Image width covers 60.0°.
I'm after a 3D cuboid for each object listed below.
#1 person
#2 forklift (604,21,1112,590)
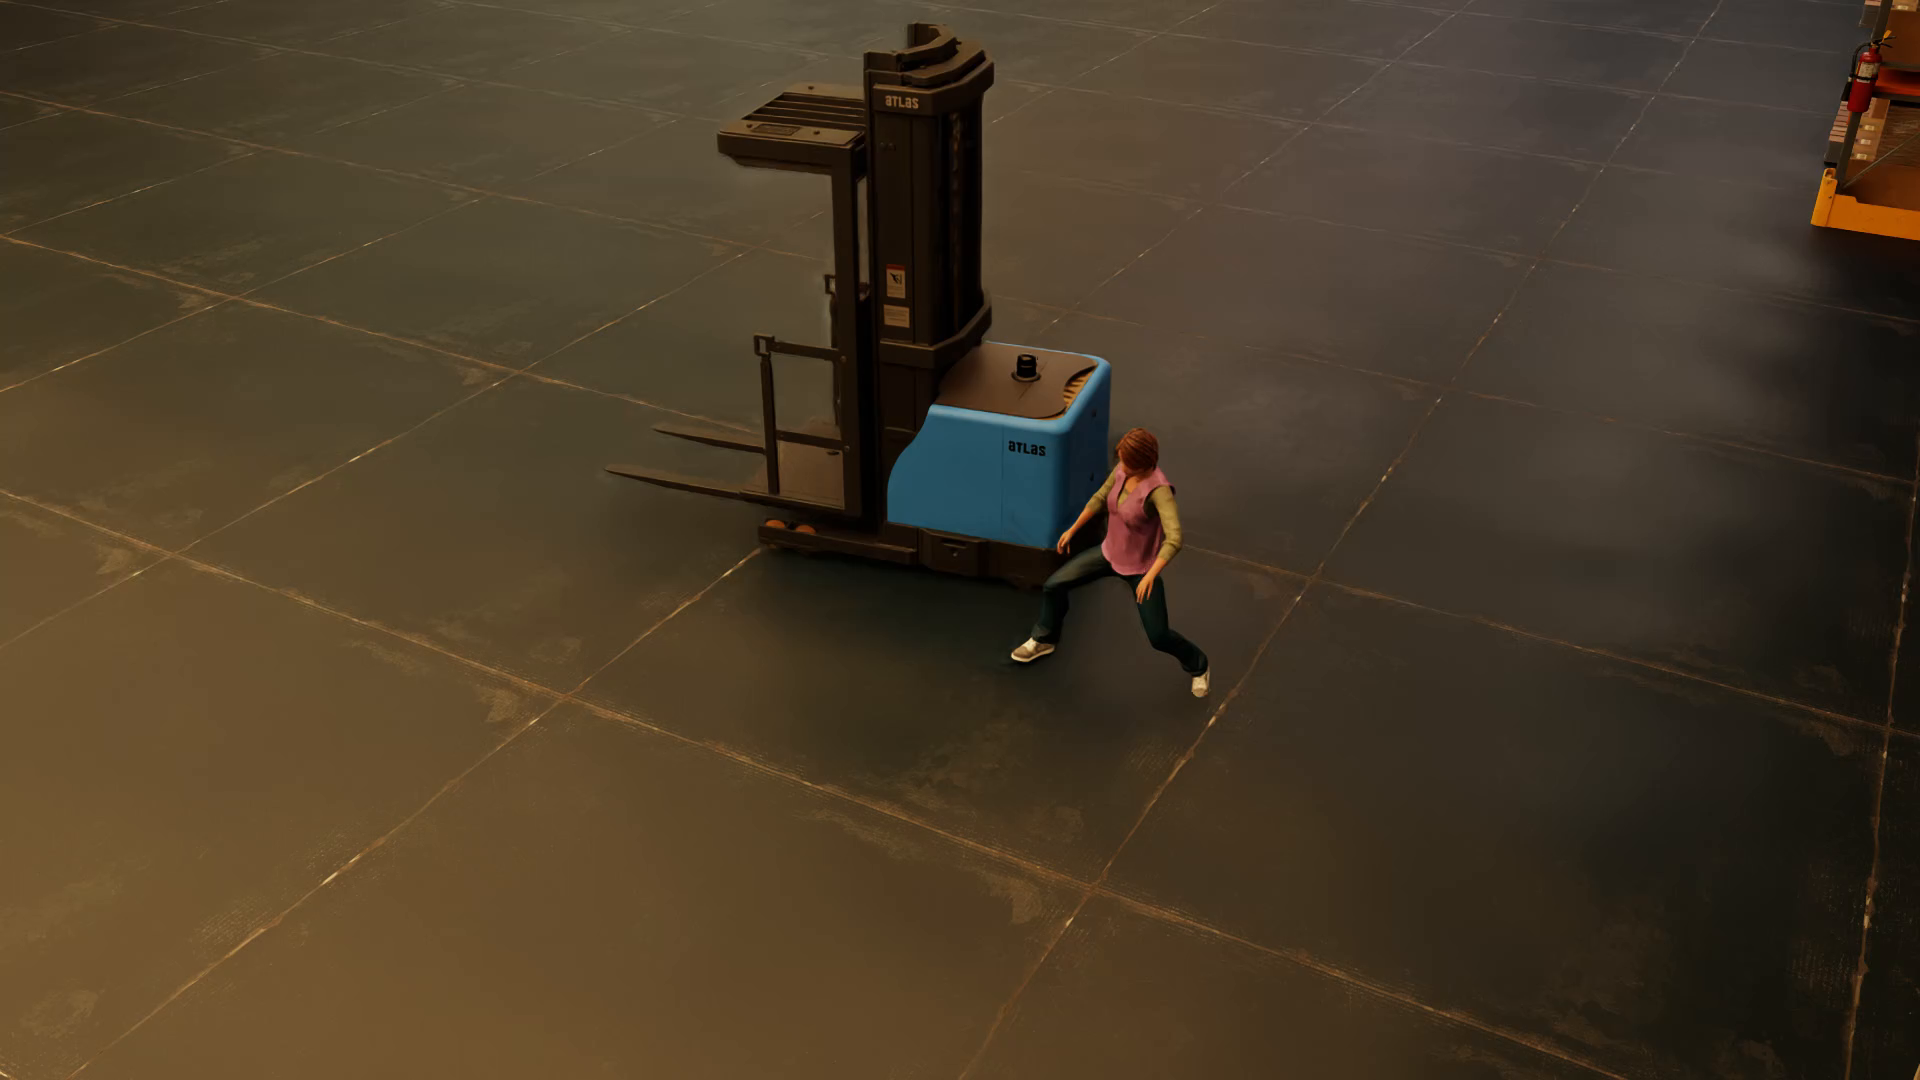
[{"bbox_3d":[0.828,0.180,8.447,0.825,1.349,0.871,-18,35,-29],"label":"person"},{"bbox_3d":[-0.676,-1.425,9.539,3.031,2.935,1.130,10,31,17],"label":"forklift"}]
